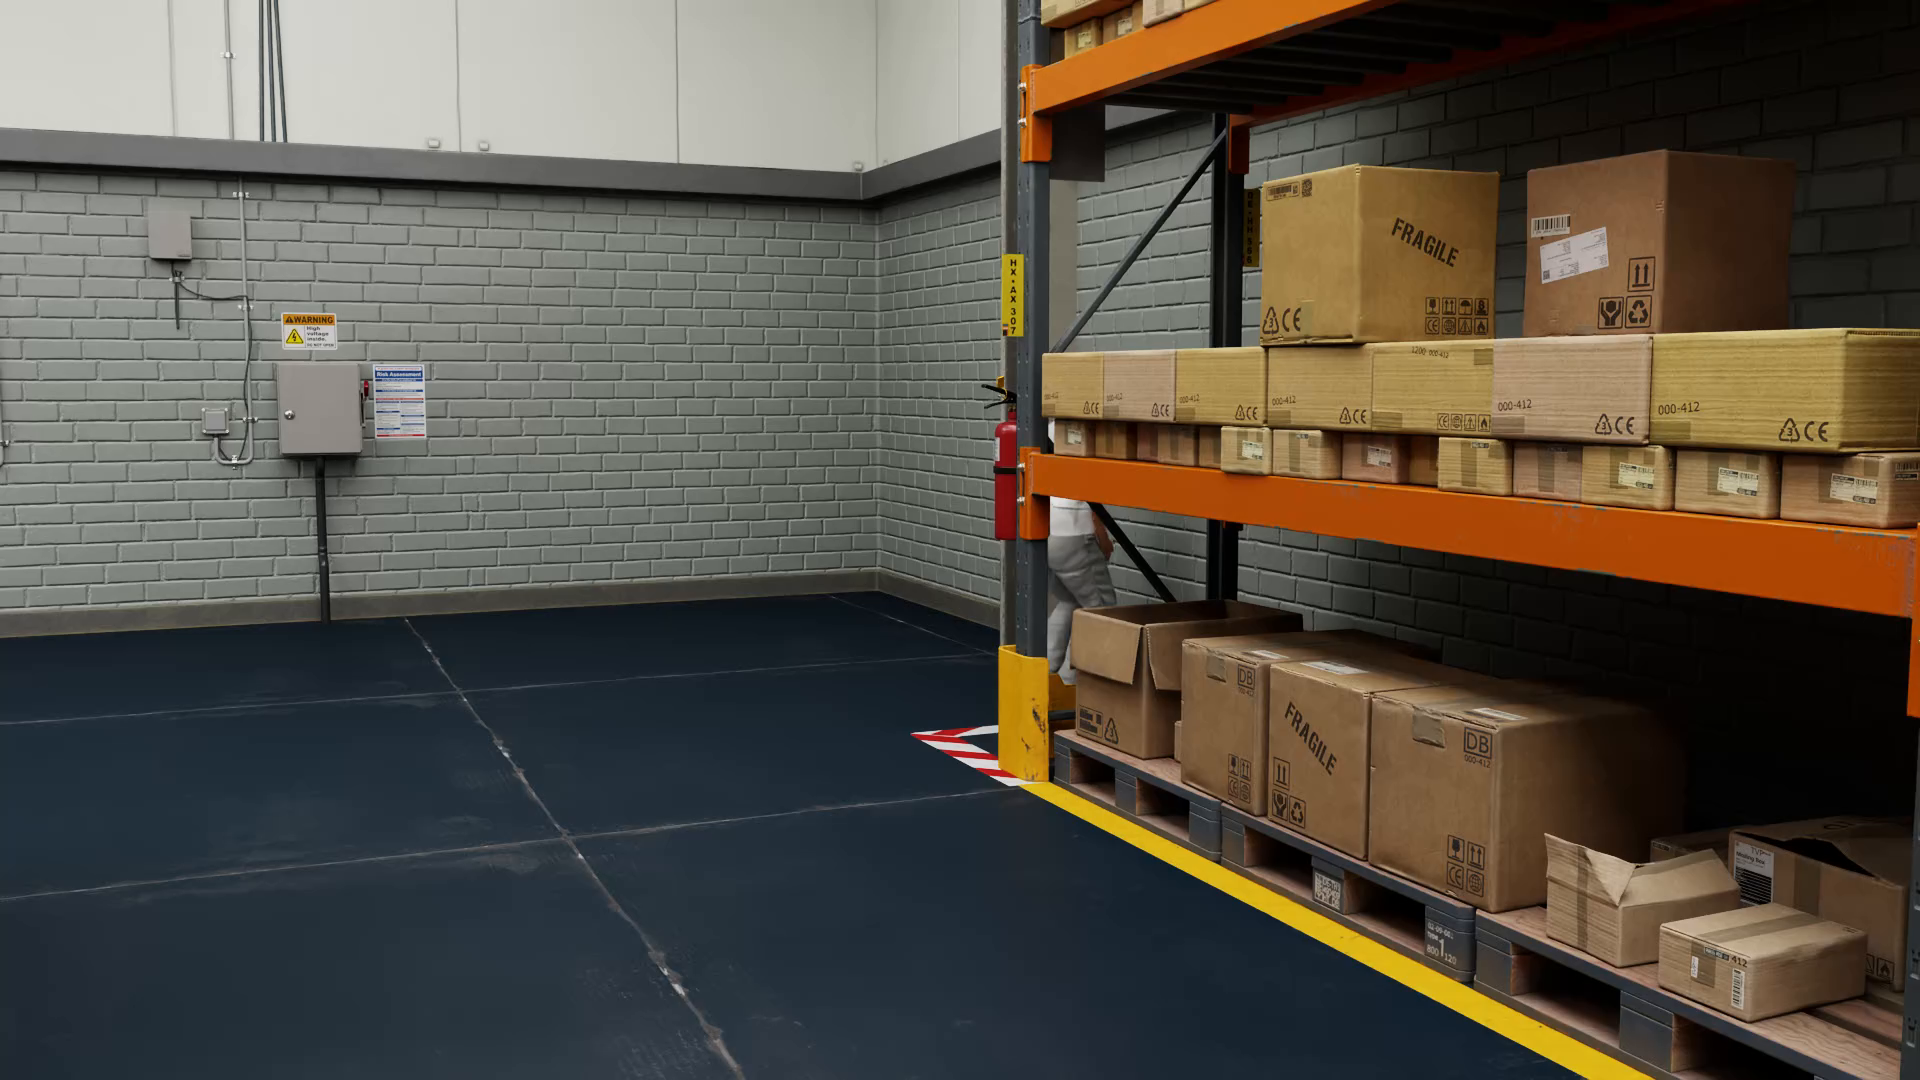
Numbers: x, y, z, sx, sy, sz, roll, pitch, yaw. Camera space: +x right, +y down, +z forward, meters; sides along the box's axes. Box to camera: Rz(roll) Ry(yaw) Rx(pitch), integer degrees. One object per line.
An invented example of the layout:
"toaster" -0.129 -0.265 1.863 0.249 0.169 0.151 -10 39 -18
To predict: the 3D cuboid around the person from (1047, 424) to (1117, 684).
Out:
"person" 0.571 0.002 8.455 0.532 1.587 0.507 -2 6 -22
